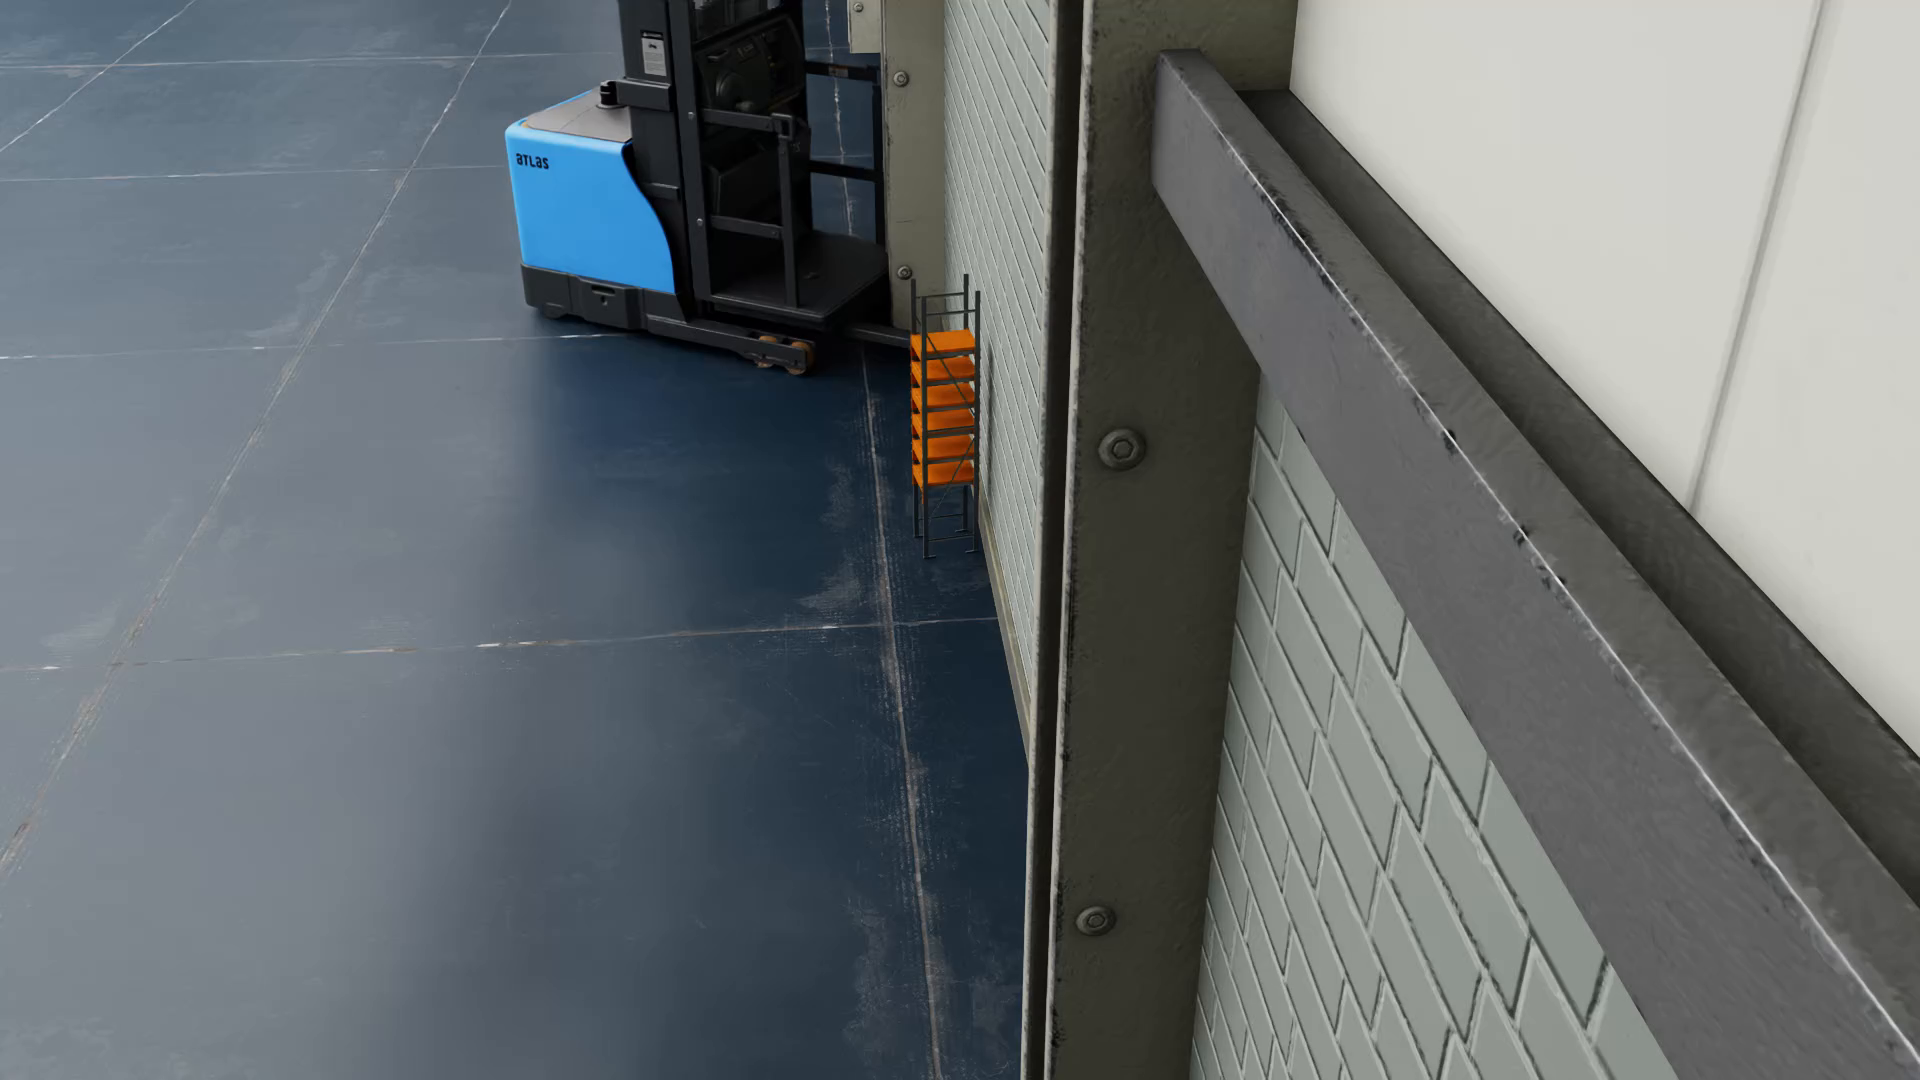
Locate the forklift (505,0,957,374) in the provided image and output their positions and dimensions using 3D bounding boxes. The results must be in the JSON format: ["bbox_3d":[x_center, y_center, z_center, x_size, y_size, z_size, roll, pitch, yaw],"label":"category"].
[{"bbox_3d":[-0.888,-2.437,8.471,3.031,2.935,1.130,13,33,21],"label":"forklift"}]

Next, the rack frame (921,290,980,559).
[{"bbox_3d":[-0.037,-0.453,6.836,0.240,1.200,0.006,-7,32,-12],"label":"rack frame"}]

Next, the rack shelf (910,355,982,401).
[{"bbox_3d":[-0.060,-0.666,6.812,0.258,0.103,0.180,-7,32,-12],"label":"rack shelf"}]

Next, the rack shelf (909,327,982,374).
[{"bbox_3d":[-0.060,-0.769,6.751,0.258,0.103,0.180,-7,32,-12],"label":"rack shelf"}]

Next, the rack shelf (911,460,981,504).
[{"bbox_3d":[-0.061,-0.253,7.057,0.258,0.103,0.180,-7,32,-12],"label":"rack shelf"}]

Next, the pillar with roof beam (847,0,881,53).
[{"bbox_3d":[-5.089,-7.930,11.750,9.100,9.000,0.400,-3,31,-5],"label":"pillar with roof beam"}]

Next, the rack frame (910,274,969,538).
[{"bbox_3d":[-0.083,-0.543,6.988,0.240,1.200,0.006,-7,32,-12],"label":"rack frame"}]

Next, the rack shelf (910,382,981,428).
[{"bbox_3d":[-0.060,-0.563,6.874,0.258,0.103,0.180,-7,32,-12],"label":"rack shelf"}]

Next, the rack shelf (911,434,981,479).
[{"bbox_3d":[-0.061,-0.356,6.996,0.258,0.103,0.180,-7,32,-12],"label":"rack shelf"}]

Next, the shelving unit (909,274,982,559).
[{"bbox_3d":[-0.060,-0.498,6.912,0.258,1.200,0.189,-7,32,-12],"label":"shelving unit"}]

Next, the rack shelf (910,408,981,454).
[{"bbox_3d":[-0.060,-0.460,6.935,0.258,0.103,0.180,-7,32,-12],"label":"rack shelf"}]

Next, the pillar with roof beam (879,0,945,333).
[{"bbox_3d":[-4.529,-4.866,6.622,9.100,9.000,0.400,-3,31,-5],"label":"pillar with roof beam"}]
